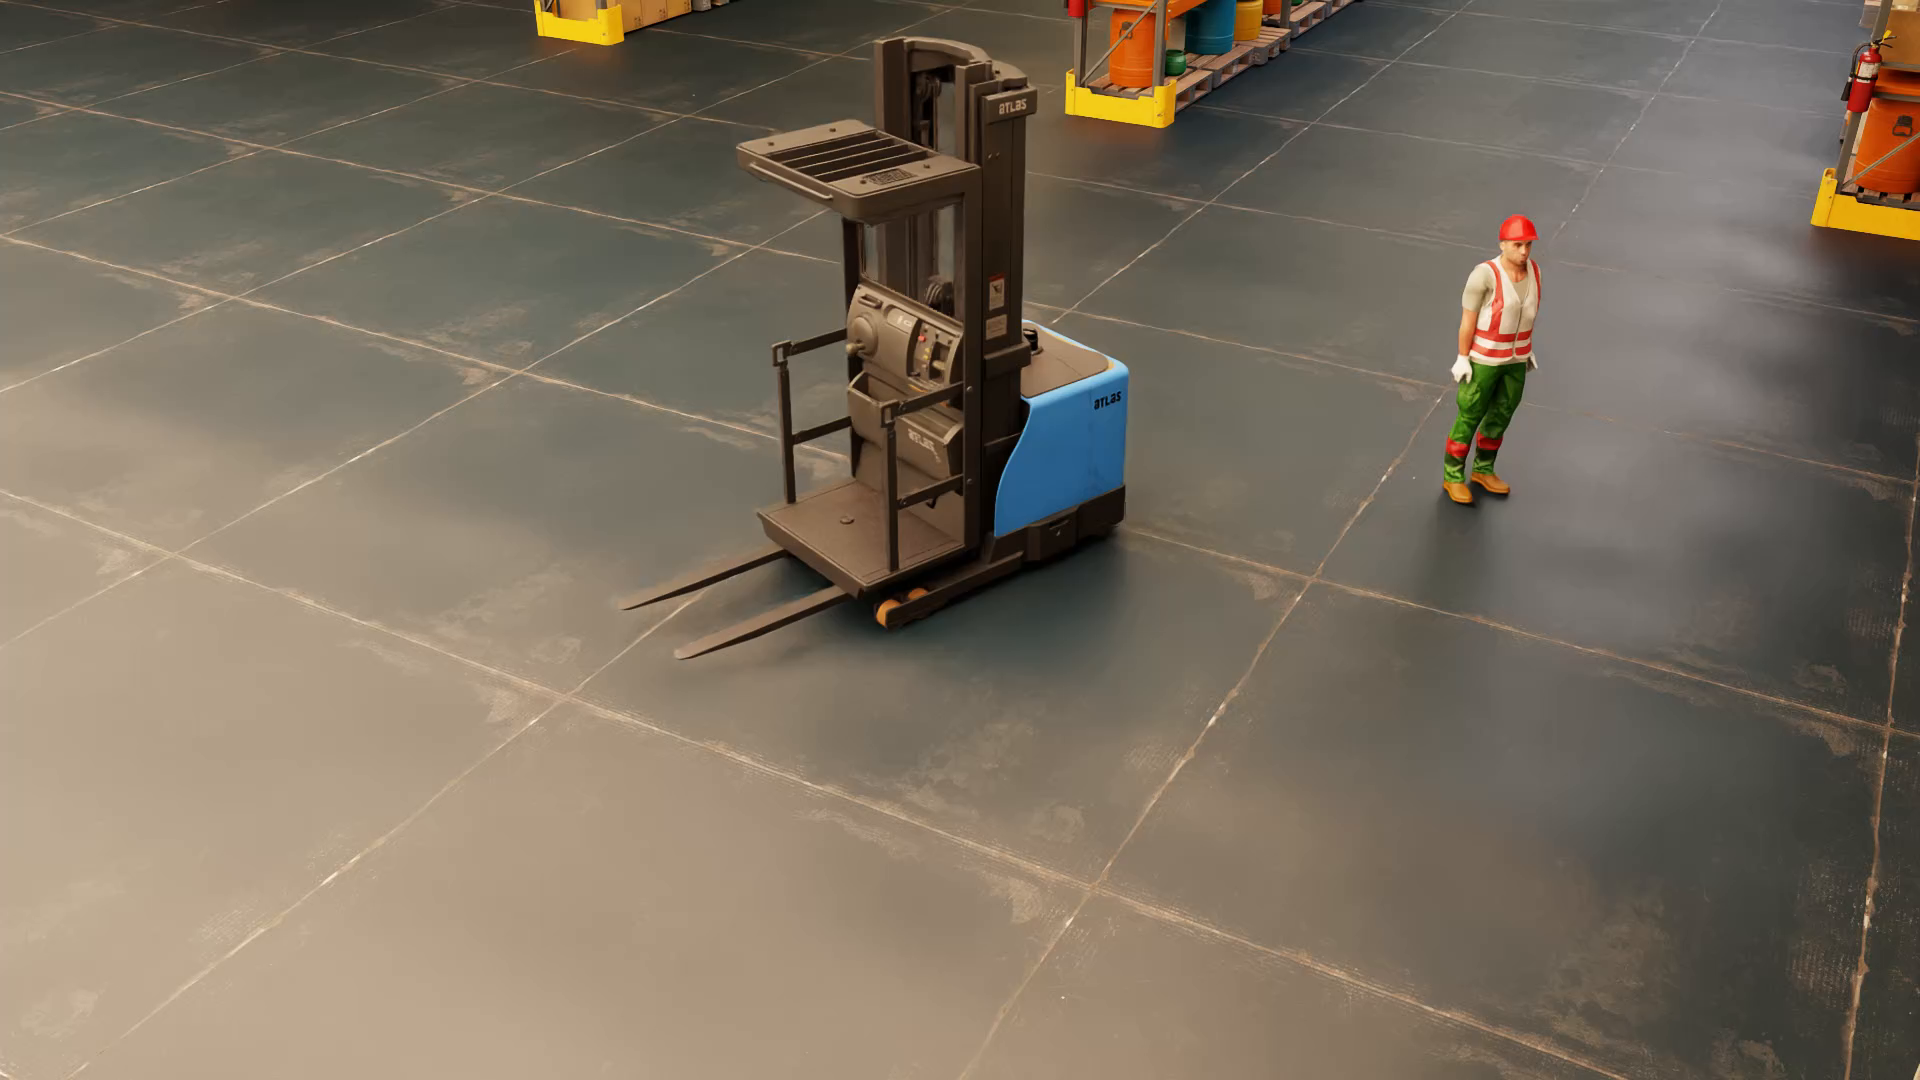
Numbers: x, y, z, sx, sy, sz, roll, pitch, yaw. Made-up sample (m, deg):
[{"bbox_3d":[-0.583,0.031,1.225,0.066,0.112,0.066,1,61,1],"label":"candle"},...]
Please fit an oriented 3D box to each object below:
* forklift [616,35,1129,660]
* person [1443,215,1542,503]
[{"bbox_3d":[-0.470,-1.071,8.926,3.031,2.935,1.130,-22,37,-33],"label":"forklift"},{"bbox_3d":[3.273,-1.098,10.114,0.570,1.795,0.359,-11,32,-18],"label":"person"}]
